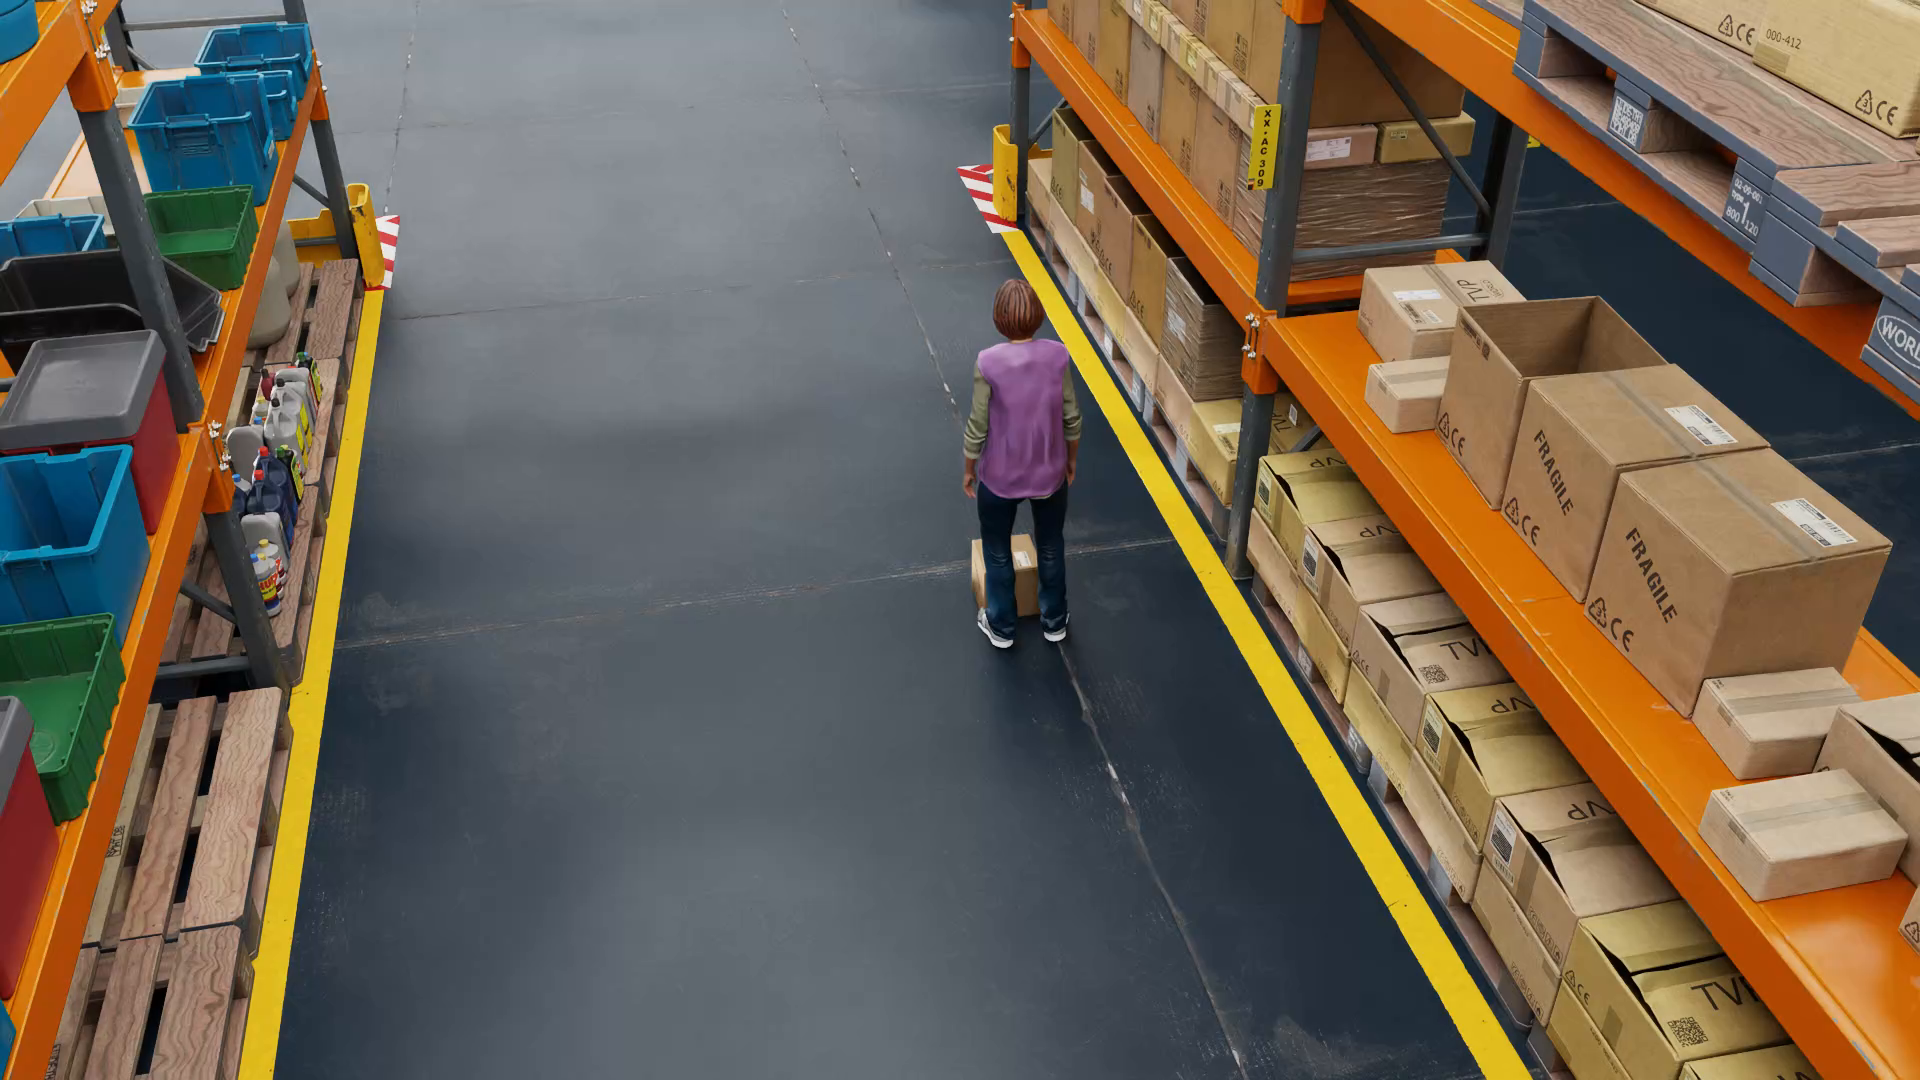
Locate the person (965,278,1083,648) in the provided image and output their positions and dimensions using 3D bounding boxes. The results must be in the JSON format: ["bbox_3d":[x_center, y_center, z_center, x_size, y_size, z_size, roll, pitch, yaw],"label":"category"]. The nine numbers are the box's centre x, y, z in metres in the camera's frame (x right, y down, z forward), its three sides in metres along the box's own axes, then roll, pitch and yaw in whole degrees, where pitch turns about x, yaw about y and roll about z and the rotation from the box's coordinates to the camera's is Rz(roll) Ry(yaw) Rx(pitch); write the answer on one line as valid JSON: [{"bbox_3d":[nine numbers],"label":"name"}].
[{"bbox_3d":[0.245,-0.263,6.532,0.469,1.591,0.350,-6,35,-8],"label":"person"}]
